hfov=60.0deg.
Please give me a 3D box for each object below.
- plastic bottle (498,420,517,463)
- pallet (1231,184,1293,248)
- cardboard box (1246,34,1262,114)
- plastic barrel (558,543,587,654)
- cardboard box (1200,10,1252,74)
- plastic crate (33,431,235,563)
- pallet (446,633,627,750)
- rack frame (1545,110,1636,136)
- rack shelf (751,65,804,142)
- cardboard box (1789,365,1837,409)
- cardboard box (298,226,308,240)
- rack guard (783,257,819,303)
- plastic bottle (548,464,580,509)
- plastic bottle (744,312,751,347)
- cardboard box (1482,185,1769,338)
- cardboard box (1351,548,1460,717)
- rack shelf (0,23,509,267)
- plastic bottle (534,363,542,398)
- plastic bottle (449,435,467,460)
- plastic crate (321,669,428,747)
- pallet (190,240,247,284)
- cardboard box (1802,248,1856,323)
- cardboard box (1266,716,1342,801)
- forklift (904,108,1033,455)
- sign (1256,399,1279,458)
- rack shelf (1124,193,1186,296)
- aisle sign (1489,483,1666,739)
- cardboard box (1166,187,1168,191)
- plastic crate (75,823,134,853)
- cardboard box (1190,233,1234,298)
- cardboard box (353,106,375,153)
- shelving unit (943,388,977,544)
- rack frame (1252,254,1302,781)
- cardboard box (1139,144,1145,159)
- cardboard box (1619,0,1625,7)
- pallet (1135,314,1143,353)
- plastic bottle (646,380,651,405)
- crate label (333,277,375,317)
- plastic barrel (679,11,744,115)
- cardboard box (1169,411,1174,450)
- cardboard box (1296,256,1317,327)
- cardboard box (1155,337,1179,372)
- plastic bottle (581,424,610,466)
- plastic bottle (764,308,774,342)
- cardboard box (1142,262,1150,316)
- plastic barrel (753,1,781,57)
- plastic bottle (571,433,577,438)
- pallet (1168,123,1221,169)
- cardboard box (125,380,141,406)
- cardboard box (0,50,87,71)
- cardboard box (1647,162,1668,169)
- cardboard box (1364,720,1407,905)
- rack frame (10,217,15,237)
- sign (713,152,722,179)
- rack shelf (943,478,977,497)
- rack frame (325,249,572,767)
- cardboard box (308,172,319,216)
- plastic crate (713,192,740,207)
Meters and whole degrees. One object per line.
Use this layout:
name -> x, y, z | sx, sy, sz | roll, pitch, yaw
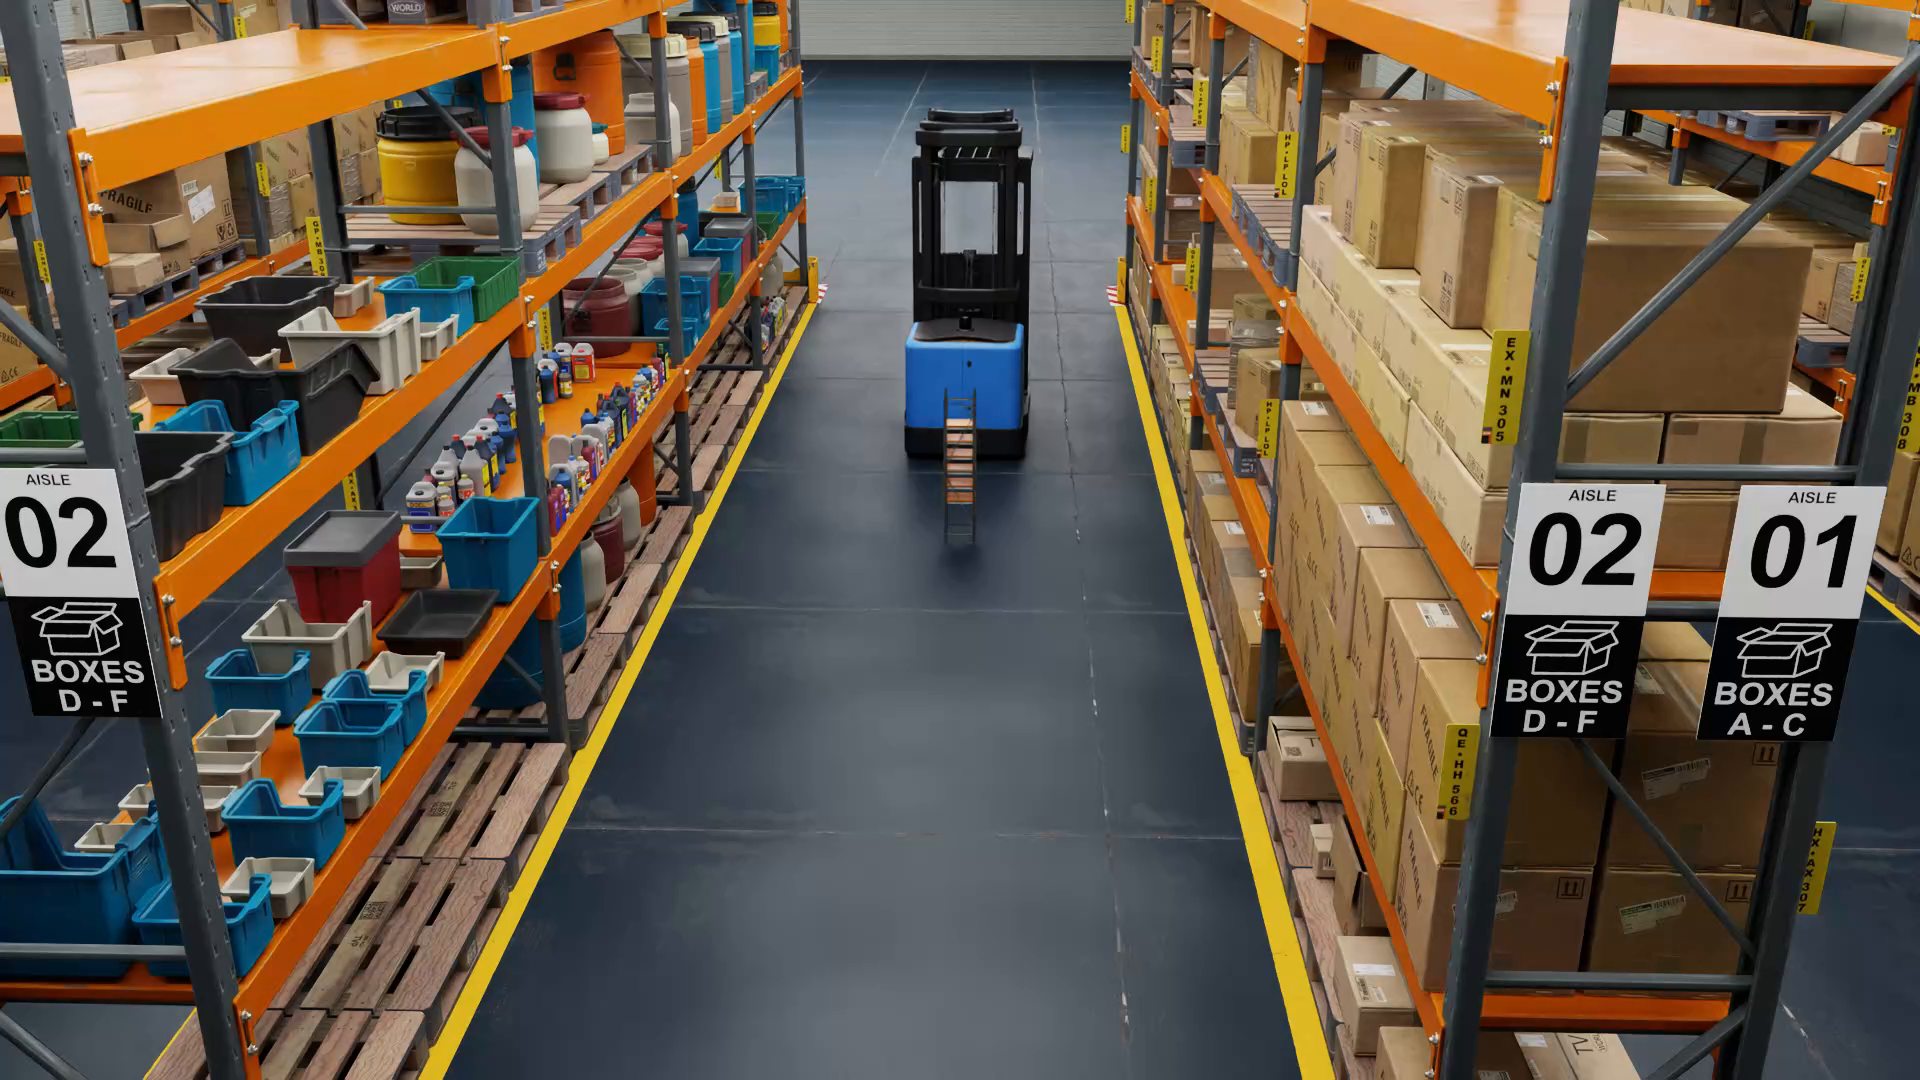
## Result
plastic bottle -> -2.916, -0.637, 10.701 | 0.097, 0.271, 0.097 | 0, 21, 0
pallet -> 2.301, -1.963, 10.056 | 1.213, 0.211, 1.003 | 1, 21, 2
cardboard box -> 2.285, -3.242, 11.571 | 0.500, 0.500, 0.500 | 1, 21, 2
plastic barrel -> -2.713, 0.232, 10.606 | 0.600, 0.901, 0.708 | 1, 21, 2
cardboard box -> 2.374, -4.380, 14.615 | 0.500, 0.500, 0.500 | 3, 21, 7
plastic crate -> -2.599, -0.126, 5.240 | 0.497, 0.269, 0.590 | 1, 21, 2
pallet -> -2.703, 0.923, 10.358 | 1.003, 0.211, 1.213 | 1, 21, 2
rack frame -> 7.499, -4.328, 20.037 | 1.000, 3.000, 0.127 | 1, 21, 2
rack shelf -> -2.464, -4.777, 18.042 | 1.077, 0.370, 4.000 | 1, 21, 2
cardboard box -> 7.306, -1.291, 14.021 | 0.500, 0.250, 0.500 | 1, 21, 3
cardboard box -> -7.170, -3.274, 17.668 | 0.380, 0.149, 0.250 | 1, 21, 2
rack guard -> -2.358, -3.244, 20.698 | 1.175, 0.500, 0.348 | 1, 21, 2
plastic bottle -> -2.362, -0.336, 9.920 | 0.152, 0.276, 0.135 | 1, 21, 2
plastic bottle -> -2.230, -2.250, 17.735 | 0.144, 0.351, 0.185 | 1, 21, 2
cardboard box -> 2.160, -0.873, 5.466 | 0.700, 0.500, 0.500 | 1, 21, 2
cardboard box -> 1.826, 0.357, 6.442 | 0.500, 0.500, 0.500 | 1, 21, 3
rack shelf -> -2.829, -1.650, 6.390 | 1.077, 0.370, 4.000 | 1, 21, 2
plastic bottle -> -3.046, -1.122, 11.936 | 0.061, 0.283, 0.133 | 1, 21, 2
plastic bottle -> -3.062, -0.478, 10.183 | 0.144, 0.351, 0.185 | 1, 21, 2
plastic crate -> -2.504, 0.728, 7.155 | 0.416, 0.233, 0.300 | 1, 21, 2
pallet -> -7.644, -2.681, 16.058 | 1.003, 0.211, 1.213 | 1, 21, 2
cardboard box -> 7.250, -2.060, 13.445 | 0.700, 0.500, 0.500 | -1, 21, -3
cardboard box -> 1.954, 1.155, 9.014 | 0.500, 0.311, 0.500 | 1, 21, 2
forklift -> 0.121, -2.607, 15.697 | 1.130, 2.935, 3.031 | 1, 21, 4
sign -> 1.628, -0.587, 8.795 | 0.100, 0.325, 0.005 | 1, 21, 2
rack shelf -> 2.487, -3.323, 18.441 | 1.077, 0.370, 4.000 | 1, 21, 2
aisle sign -> 1.753, 0.213, 4.739 | 0.394, 0.787, 0.004 | 1, 21, 2
cardboard box -> 2.230, -3.474, 16.801 | 0.380, 0.149, 0.250 | 0, 21, 0
plastic crate -> -3.046, 1.146, 6.210 | 0.396, 0.136, 0.243 | 1, 21, 2
cardboard box -> 2.371, -2.514, 15.223 | 0.500, 0.500, 0.500 | 2, 21, 6
cardboard box -> -7.133, -4.761, 19.220 | 0.500, 0.500, 0.500 | 1, 21, 2
shelving unit -> 0.000, -0.565, 12.825 | 0.258, 1.200, 0.189 | 1, 21, 2
rack frame -> 2.183, -0.043, 8.992 | 1.000, 3.000, 0.127 | 1, 21, 2
cardboard box -> 2.321, -4.591, 19.679 | 0.380, 0.149, 0.250 | 0, 21, 1
cardboard box -> 7.175, -5.746, 17.996 | 0.500, 0.500, 0.500 | 1, 21, 3
pallet -> 2.527, -2.365, 18.831 | 1.003, 0.211, 1.213 | 1, 21, 2
plastic bottle -> -2.270, -1.071, 11.916 | 0.097, 0.201, 0.097 | 0, 21, 0
crate label -> -3.072, -1.200, 8.193 | 0.293, 0.136, 0.466 | 1, 21, 2
plastic barrel -> -2.323, -4.437, 15.477 | 0.600, 0.901, 0.708 | 1, 21, 2
cardboard box -> 2.107, -0.964, 14.587 | 0.500, 0.250, 0.500 | 1, 21, 3
cardboard box -> 1.921, -1.198, 8.030 | 0.500, 0.250, 0.500 | 1, 21, 2
cardboard box -> 2.144, -1.783, 15.922 | 0.500, 0.311, 0.500 | 0, 21, 1
plastic bottle -> -2.338, -0.622, 10.658 | 0.152, 0.276, 0.135 | 1, 21, 2
plastic bottle -> -2.080, -2.317, 17.907 | 0.144, 0.351, 0.185 | 0, 21, -1
cardboard box -> 2.260, -2.730, 18.103 | 0.500, 0.500, 0.500 | 1, 21, 2
plastic barrel -> -2.311, -5.706, 18.600 | 0.600, 0.588, 0.600 | 0, 21, 0
plastic bottle -> -2.463, -0.582, 10.658 | 0.097, 0.201, 0.097 | 0, 21, 0
pallet -> 2.236, -3.046, 12.846 | 1.213, 0.211, 1.003 | 2, 21, 4
cardboard box -> -7.593, -1.082, 14.519 | 0.700, 0.500, 0.500 | -1, 21, -3
cardboard box -> -7.307, -3.628, 13.256 | 0.500, 0.500, 0.500 | 1, 21, 2
cardboard box -> 7.119, -3.708, 17.581 | 0.500, 0.500, 0.500 | 0, 21, 0
cardboard box -> 1.815, 1.005, 6.155 | 0.500, 0.500, 0.500 | 1, 21, 2
rack frame -> -12.308, -4.583, 20.693 | 1.000, 3.000, 0.127 | 1, 21, 2
sign -> -2.953, -4.574, 20.288 | 0.100, 0.325, 0.005 | 1, 21, 2
rack shelf -> 0.000, -0.411, 12.885 | 0.258, 0.103, 0.180 | 1, 21, 2
rack frame -> -2.768, -0.098, 9.136 | 1.000, 3.000, 0.127 | 1, 21, 2
cardboard box -> -7.435, -3.755, 18.011 | 0.875, 0.500, 0.500 | 1, 21, 2
plastic crate -> -2.752, -3.994, 19.541 | 0.298, 0.136, 0.250 | 1, 21, 2
